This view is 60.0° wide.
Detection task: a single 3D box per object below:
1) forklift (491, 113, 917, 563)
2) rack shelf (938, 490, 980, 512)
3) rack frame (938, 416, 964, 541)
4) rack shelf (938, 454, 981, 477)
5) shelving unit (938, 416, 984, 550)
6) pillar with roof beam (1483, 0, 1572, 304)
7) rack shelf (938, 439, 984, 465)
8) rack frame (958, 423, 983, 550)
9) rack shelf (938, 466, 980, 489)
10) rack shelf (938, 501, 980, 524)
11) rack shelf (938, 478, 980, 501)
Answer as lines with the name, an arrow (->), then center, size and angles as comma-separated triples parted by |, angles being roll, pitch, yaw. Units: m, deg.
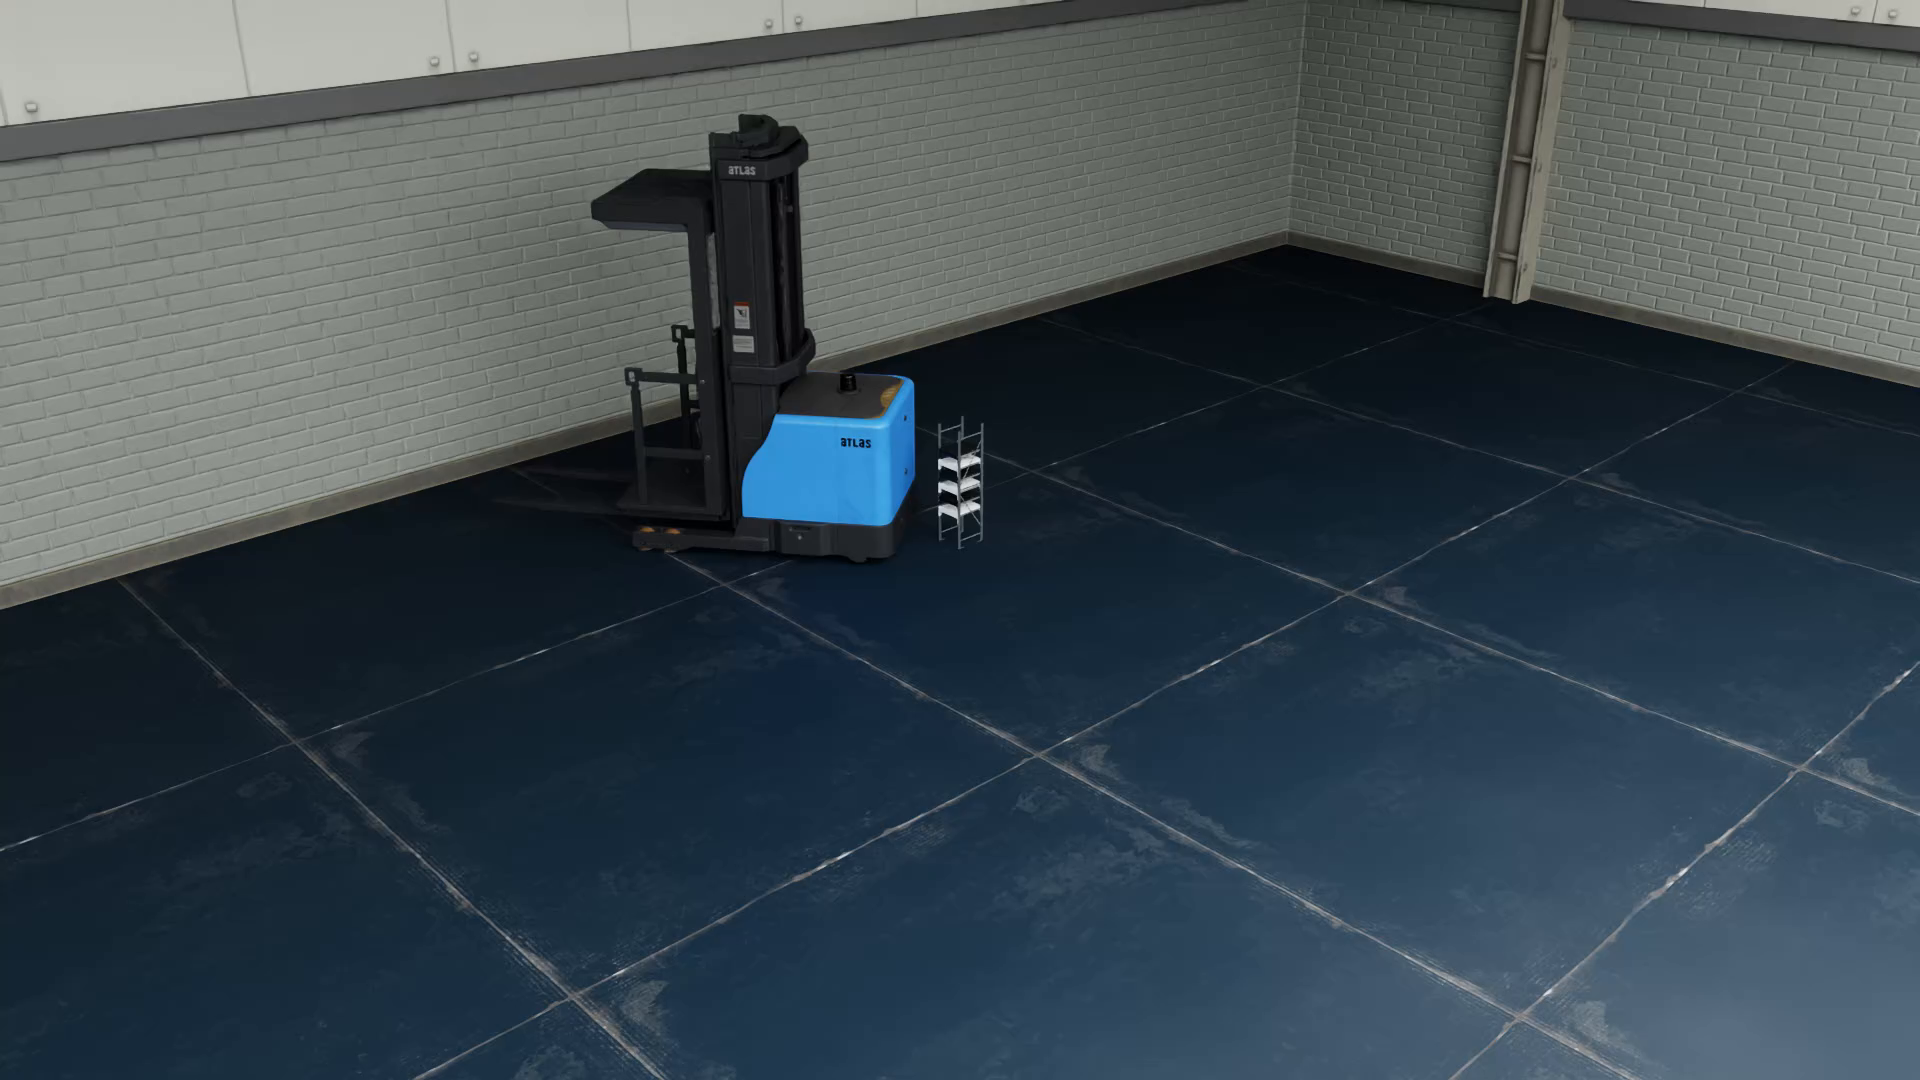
forklift -> -1.883, -1.454, 11.702 | 3.031, 2.935, 1.130 | 4, 25, 9
rack shelf -> 0.006, -0.295, 11.906 | 0.258, 0.077, 0.200 | -21, 32, -38
rack frame -> -0.064, -0.438, 11.922 | 0.240, 0.900, 0.006 | -21, 32, -38
rack shelf -> 0.006, -0.540, 11.794 | 0.258, 0.077, 0.200 | -21, 32, -38
shelving unit -> 0.006, -0.407, 11.855 | 0.258, 0.900, 0.210 | -21, 32, -38
pillar with roof beam -> 2.677, -5.455, 13.162 | 9.100, 9.000, 0.400 | -21, 32, -38
rack shelf -> 0.006, -0.622, 11.756 | 0.258, 0.077, 0.200 | -21, 32, -38
rack frame -> 0.075, -0.376, 11.787 | 0.240, 0.900, 0.006 | -21, 32, -38
rack shelf -> 0.006, -0.459, 11.831 | 0.258, 0.077, 0.200 | -21, 32, -38
rack shelf -> 0.006, -0.213, 11.943 | 0.258, 0.077, 0.200 | -21, 32, -38
rack shelf -> 0.006, -0.377, 11.868 | 0.258, 0.077, 0.200 | -21, 32, -38
